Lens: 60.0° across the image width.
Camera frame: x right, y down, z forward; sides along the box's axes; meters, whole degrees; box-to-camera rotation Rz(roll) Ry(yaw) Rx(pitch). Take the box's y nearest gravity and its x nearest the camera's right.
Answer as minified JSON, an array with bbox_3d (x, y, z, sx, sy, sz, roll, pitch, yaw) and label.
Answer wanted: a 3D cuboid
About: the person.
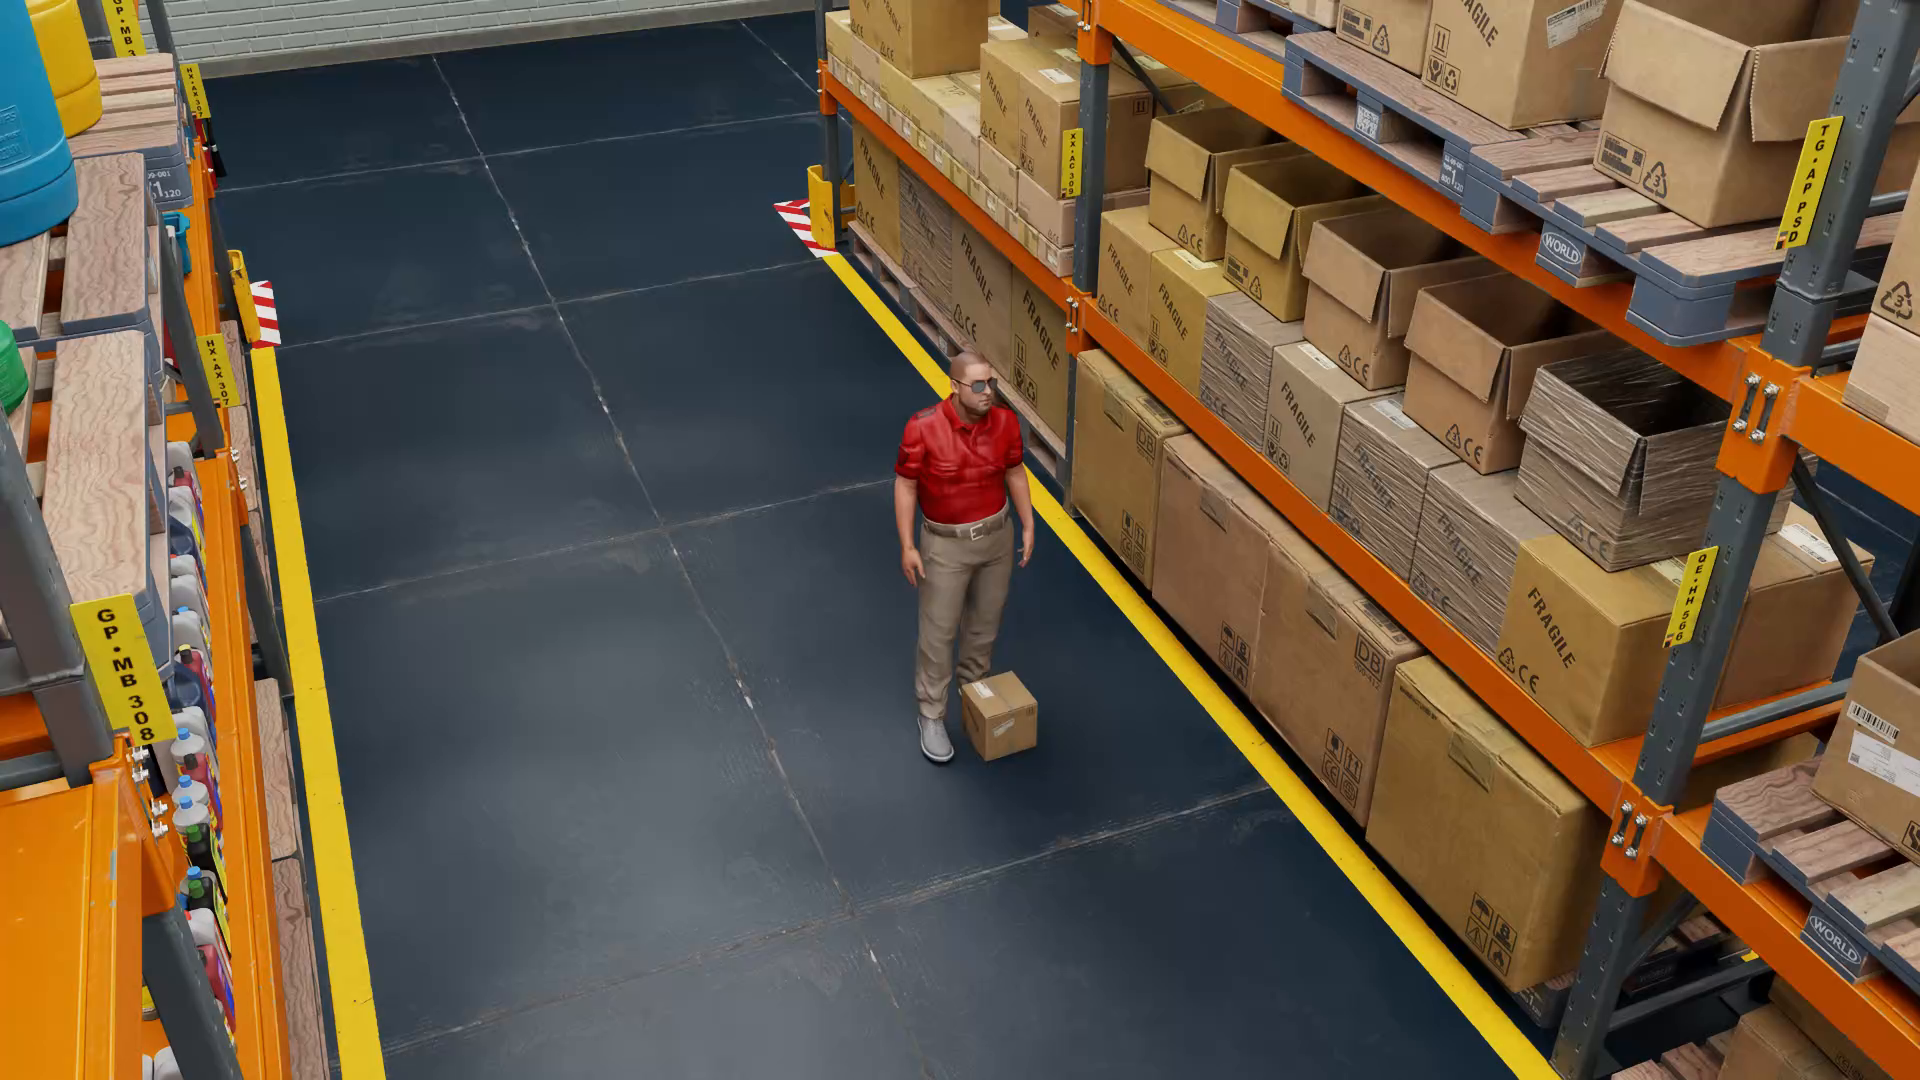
[{"bbox_3d":[0.058,0.056,7.053,0.640,1.728,0.551,-14,36,-20],"label":"person"}]
